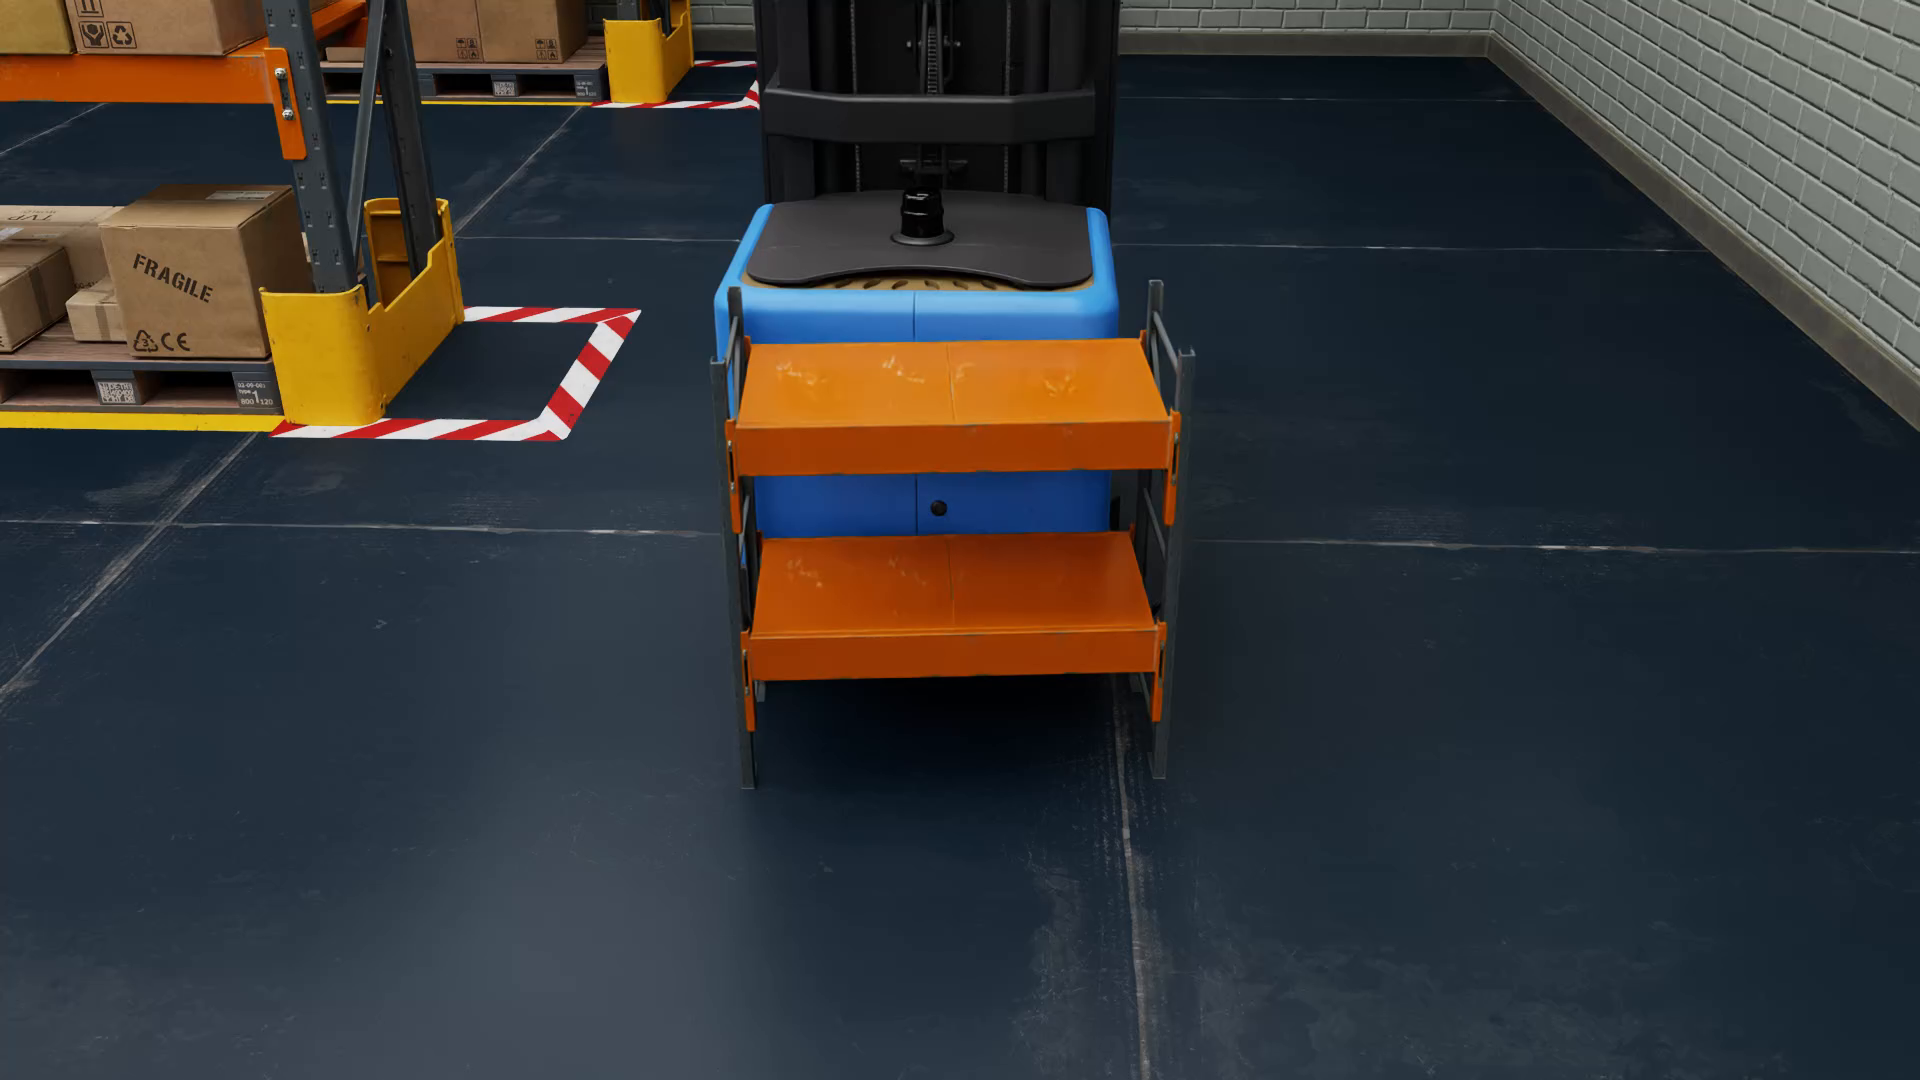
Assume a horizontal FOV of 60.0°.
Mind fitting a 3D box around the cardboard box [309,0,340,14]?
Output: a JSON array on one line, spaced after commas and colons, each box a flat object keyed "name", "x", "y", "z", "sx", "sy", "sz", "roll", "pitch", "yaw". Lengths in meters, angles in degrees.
[{"name": "cardboard box", "x": -2.634, "y": -2.187, "z": 6.065, "sx": 0.500, "sy": 0.500, "sz": 0.500, "roll": 2, "pitch": 28, "yaw": 3}]

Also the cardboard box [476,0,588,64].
[{"name": "cardboard box", "x": -2.732, "y": -3.376, "z": 10.637, "sx": 0.500, "sy": 0.500, "sz": 0.700, "roll": 1, "pitch": 28, "yaw": 2}]

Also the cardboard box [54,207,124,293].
[{"name": "cardboard box", "x": -3.233, "y": -1.141, "z": 6.666, "sx": 0.500, "sy": 0.250, "sz": 0.500, "roll": 1, "pitch": 28, "yaw": 2}]

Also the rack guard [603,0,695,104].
[{"name": "rack guard", "x": -2.005, "y": -3.226, "z": 10.801, "sx": 0.348, "sy": 0.500, "sz": 1.175, "roll": 1, "pitch": 28, "yaw": 2}]

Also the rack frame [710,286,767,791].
[{"name": "rack frame", "x": -0.531, "y": 0.002, "z": 4.045, "sx": 0.032, "sy": 1.125, "sz": 0.500, "roll": -1, "pitch": 28, "yaw": -2}]

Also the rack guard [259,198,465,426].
[{"name": "rack guard", "x": -2.276, "y": -0.908, "z": 6.430, "sx": 0.348, "sy": 0.500, "sz": 1.175, "roll": 1, "pitch": 28, "yaw": 2}]

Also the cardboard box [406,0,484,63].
[{"name": "cardboard box", "x": -3.232, "y": -3.384, "z": 10.652, "sx": 0.500, "sy": 0.500, "sz": 0.700, "roll": 1, "pitch": 28, "yaw": 2}]

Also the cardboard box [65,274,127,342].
[{"name": "cardboard box", "x": -3.153, "y": -0.897, "z": 6.294, "sx": 0.250, "sy": 0.166, "sz": 0.380, "roll": 1, "pitch": 28, "yaw": 2}]

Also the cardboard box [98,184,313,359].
[{"name": "cardboard box", "x": -2.752, "y": -0.995, "z": 6.124, "sx": 0.500, "sy": 0.500, "sz": 0.500, "roll": 1, "pitch": 28, "yaw": 2}]

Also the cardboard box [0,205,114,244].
[{"name": "cardboard box", "x": -3.733, "y": -1.149, "z": 6.682, "sx": 0.500, "sy": 0.250, "sz": 0.500, "roll": 1, "pitch": 28, "yaw": 2}]

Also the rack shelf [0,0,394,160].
[{"name": "rack shelf", "x": -4.199, "y": -1.727, "z": 6.073, "sx": 4.000, "sy": 0.370, "sz": 1.077, "roll": 1, "pitch": 28, "yaw": 2}]

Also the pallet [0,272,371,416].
[{"name": "pallet", "x": -3.072, "y": -0.793, "z": 6.522, "sx": 1.213, "sy": 0.211, "sz": 1.003, "roll": 1, "pitch": 28, "yaw": 2}]

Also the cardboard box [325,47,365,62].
[{"name": "cardboard box", "x": -3.734, "y": -3.392, "z": 10.668, "sx": 0.500, "sy": 0.500, "sz": 0.700, "roll": 0, "pitch": 28, "yaw": 0}]

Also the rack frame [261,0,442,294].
[{"name": "rack frame", "x": -2.200, "y": -2.012, "z": 5.842, "sx": 0.127, "sy": 3.000, "sz": 1.000, "roll": 1, "pitch": 28, "yaw": 2}]

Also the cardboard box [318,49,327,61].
[{"name": "cardboard box", "x": -4.268, "y": -3.398, "z": 10.678, "sx": 0.500, "sy": 0.500, "sz": 0.700, "roll": 2, "pitch": 28, "yaw": 3}]

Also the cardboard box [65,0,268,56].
[{"name": "cardboard box", "x": -2.657, "y": -1.936, "z": 5.592, "sx": 0.500, "sy": 0.500, "sz": 0.500, "roll": 2, "pitch": 28, "yaw": 3}]

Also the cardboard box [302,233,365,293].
[{"name": "cardboard box", "x": -2.606, "y": -1.114, "z": 6.723, "sx": 0.250, "sy": 0.149, "sz": 0.380, "roll": 1, "pitch": 28, "yaw": 2}]

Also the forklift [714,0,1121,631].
[{"name": "forklift", "x": -0.060, "y": -1.642, "z": 5.218, "sx": 1.130, "sy": 2.935, "sz": 3.031, "roll": 1, "pitch": 28, "yaw": 2}]

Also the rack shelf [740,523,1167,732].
[{"name": "rack shelf", "x": -0.023, "y": 0.208, "z": 4.178, "sx": 1.000, "sy": 0.278, "sz": 0.538, "roll": -1, "pitch": 28, "yaw": -2}]

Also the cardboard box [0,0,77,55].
[{"name": "cardboard box", "x": -3.176, "y": -1.943, "z": 5.605, "sx": 0.500, "sy": 0.500, "sz": 0.500, "roll": 1, "pitch": 28, "yaw": 2}]

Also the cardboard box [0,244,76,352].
[{"name": "cardboard box", "x": -3.700, "y": -0.915, "z": 6.239, "sx": 0.500, "sy": 0.250, "sz": 0.500, "roll": 1, "pitch": 28, "yaw": 2}]

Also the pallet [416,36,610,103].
[{"name": "pallet", "x": -2.831, "y": -3.075, "z": 10.825, "sx": 1.213, "sy": 0.211, "sz": 1.003, "roll": 1, "pitch": 28, "yaw": 2}]

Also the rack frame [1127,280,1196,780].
[{"name": "rack frame", "x": 0.485, "y": -0.018, "z": 4.083, "sx": 0.032, "sy": 1.125, "sz": 0.500, "roll": -1, "pitch": 28, "yaw": -2}]

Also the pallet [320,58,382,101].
[{"name": "pallet", "x": -4.047, "y": -3.096, "z": 10.866, "sx": 1.213, "sy": 0.211, "sz": 1.003, "roll": 1, "pitch": 28, "yaw": 2}]

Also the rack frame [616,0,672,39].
[{"name": "rack frame", "x": -2.029, "y": -4.330, "z": 10.216, "sx": 0.127, "sy": 3.000, "sz": 1.000, "roll": 1, "pitch": 28, "yaw": 2}]

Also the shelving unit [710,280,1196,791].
[{"name": "shelving unit", "x": -0.023, "y": -0.008, "z": 4.064, "sx": 1.048, "sy": 1.125, "sz": 0.538, "roll": -1, "pitch": 28, "yaw": -2}]

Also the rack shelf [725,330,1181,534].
[{"name": "rack shelf", "x": -0.023, "y": -0.266, "z": 3.927, "sx": 1.000, "sy": 0.278, "sz": 0.538, "roll": -1, "pitch": 28, "yaw": -2}]
